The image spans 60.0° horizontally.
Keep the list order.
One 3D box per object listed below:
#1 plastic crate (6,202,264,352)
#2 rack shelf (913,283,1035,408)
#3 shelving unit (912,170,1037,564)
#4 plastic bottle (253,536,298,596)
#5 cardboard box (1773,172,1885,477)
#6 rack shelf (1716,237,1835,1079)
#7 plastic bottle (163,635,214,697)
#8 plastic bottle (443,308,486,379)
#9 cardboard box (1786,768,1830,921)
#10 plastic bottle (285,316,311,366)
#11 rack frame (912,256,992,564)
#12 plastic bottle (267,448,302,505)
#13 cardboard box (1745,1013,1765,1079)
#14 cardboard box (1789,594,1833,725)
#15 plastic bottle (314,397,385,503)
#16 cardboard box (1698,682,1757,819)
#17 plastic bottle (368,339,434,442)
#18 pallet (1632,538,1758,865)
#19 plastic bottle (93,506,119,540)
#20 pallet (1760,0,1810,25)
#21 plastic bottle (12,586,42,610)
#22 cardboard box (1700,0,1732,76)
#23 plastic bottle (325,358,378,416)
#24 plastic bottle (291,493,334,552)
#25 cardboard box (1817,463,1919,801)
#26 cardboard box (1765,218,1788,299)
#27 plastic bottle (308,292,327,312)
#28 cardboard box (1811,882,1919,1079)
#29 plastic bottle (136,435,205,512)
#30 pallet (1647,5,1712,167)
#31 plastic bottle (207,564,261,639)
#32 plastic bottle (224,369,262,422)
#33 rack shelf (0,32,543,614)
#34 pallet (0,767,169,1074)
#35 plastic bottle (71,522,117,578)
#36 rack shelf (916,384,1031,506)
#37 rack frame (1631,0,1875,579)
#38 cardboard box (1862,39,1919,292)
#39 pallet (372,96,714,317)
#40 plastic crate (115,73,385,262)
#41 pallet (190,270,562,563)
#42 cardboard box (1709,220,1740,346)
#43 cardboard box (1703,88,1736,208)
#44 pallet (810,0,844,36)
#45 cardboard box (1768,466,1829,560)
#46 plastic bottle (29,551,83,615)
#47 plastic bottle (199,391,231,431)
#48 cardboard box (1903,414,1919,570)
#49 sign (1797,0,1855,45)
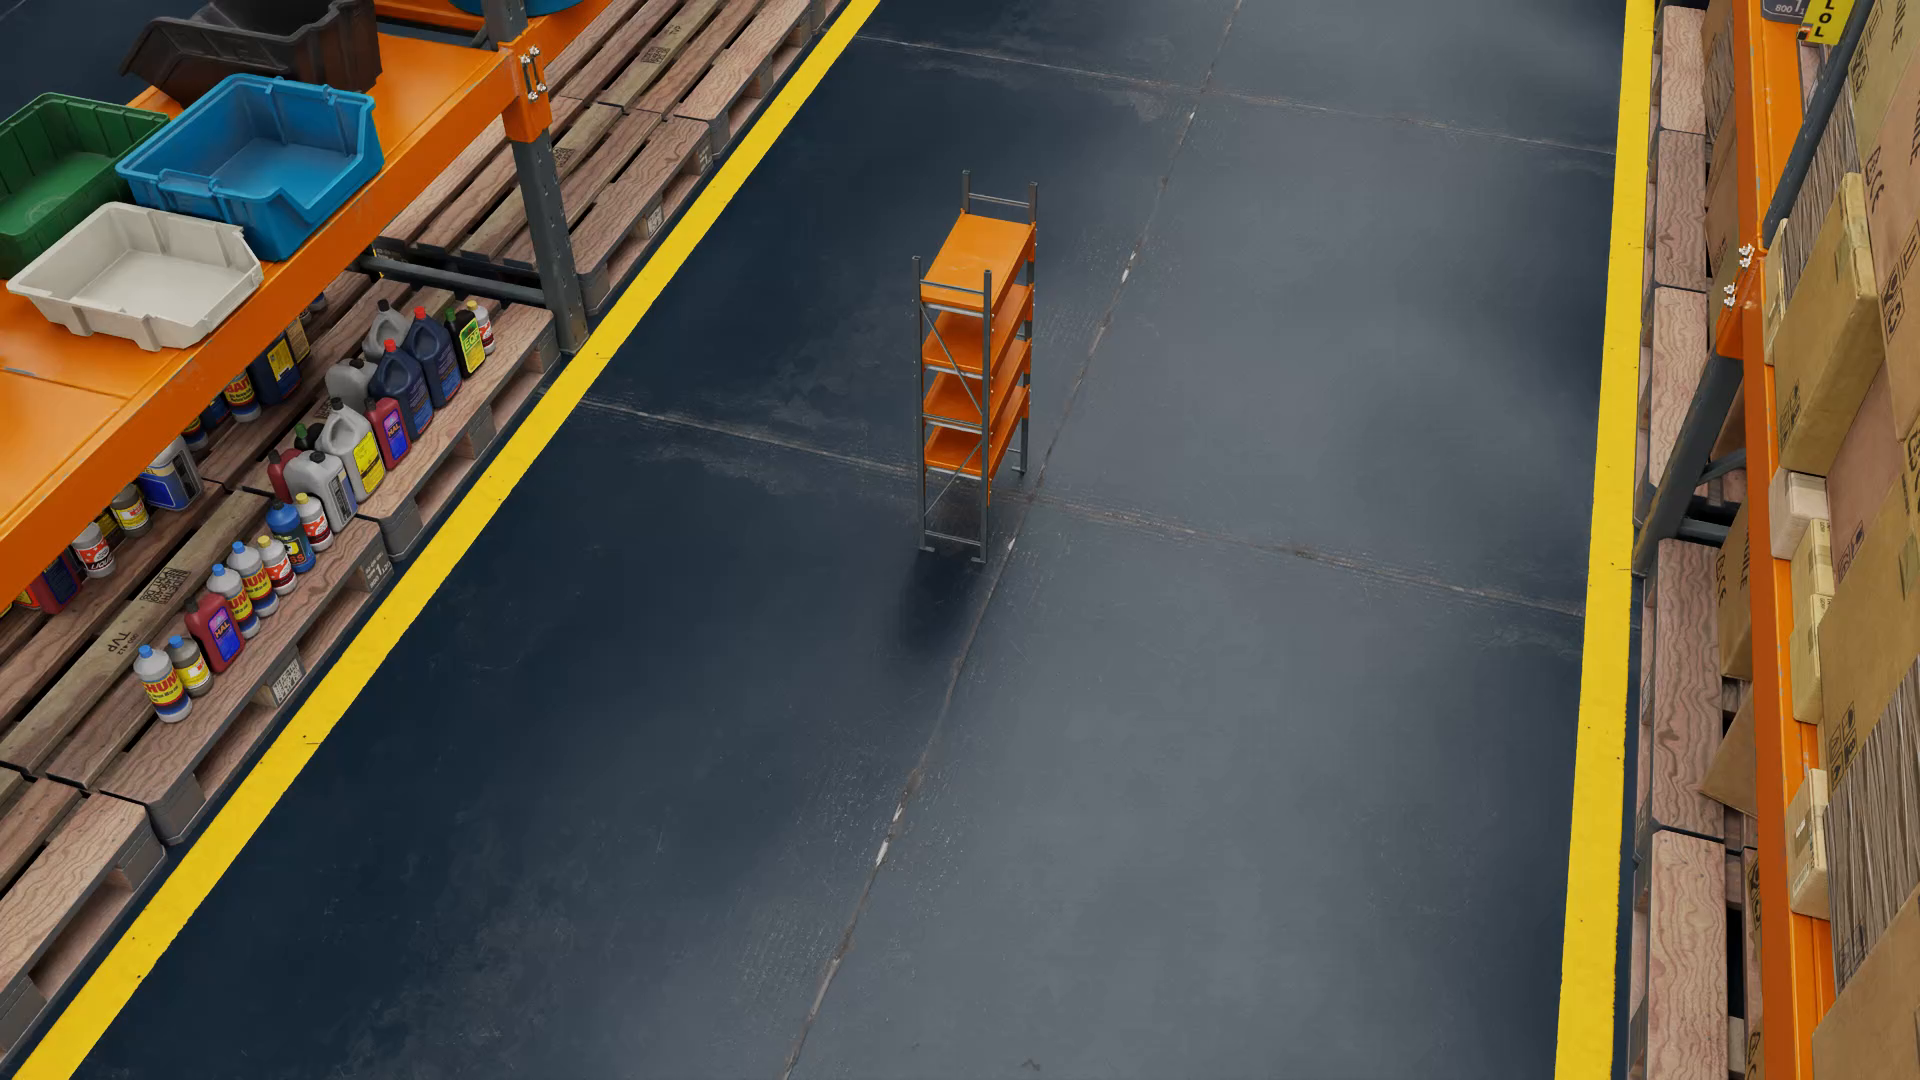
[{"bbox_3d":[-2.206,-0.705,4.514,0.530,0.136,0.437,13,46,13],"label":"plastic crate"},{"bbox_3d":[0.050,-0.651,5.334,0.258,0.148,0.480,13,46,13],"label":"rack shelf"},{"bbox_3d":[0.050,-0.539,5.443,0.258,1.200,0.503,13,46,13],"label":"shelving unit"},{"bbox_3d":[-2.157,0.070,5.220,0.097,0.201,0.097,0,44,0],"label":"plastic bottle"},{"bbox_3d":[2.384,-0.416,3.746,0.875,0.500,0.500,13,46,13],"label":"cardboard box"},{"bbox_3d":[2.159,0.704,3.400,1.077,0.370,4.000,13,46,13],"label":"rack shelf"},{"bbox_3d":[-2.290,0.362,4.921,0.097,0.201,0.097,0,44,0],"label":"plastic bottle"},{"bbox_3d":[-1.787,-0.731,5.980,0.061,0.283,0.133,15,46,15],"label":"plastic bottle"},{"bbox_3d":[1.797,0.614,3.157,0.380,0.149,0.250,13,46,13],"label":"cardboard box"},{"bbox_3d":[-2.441,-0.759,6.008,0.061,0.283,0.133,13,46,13],"label":"plastic bottle"},{"bbox_3d":[-0.024,-0.377,5.277,0.240,1.200,0.015,13,46,13],"label":"rack frame"},{"bbox_3d":[-2.187,-0.203,5.440,0.061,0.283,0.133,13,46,13],"label":"plastic bottle"},{"bbox_3d":[2.114,1.292,3.772,0.500,0.500,0.500,17,47,16],"label":"cardboard box"},{"bbox_3d":[1.971,0.286,3.493,0.380,0.149,0.250,13,46,13],"label":"cardboard box"},{"bbox_3d":[-2.032,-0.312,5.504,0.144,0.351,0.185,12,46,12],"label":"plastic bottle"},{"bbox_3d":[2.439,0.499,4.583,0.500,0.500,0.500,27,50,25],"label":"cardboard box"},{"bbox_3d":[-1.935,-0.527,5.724,0.144,0.351,0.185,10,45,10],"label":"plastic bottle"},{"bbox_3d":[2.595,0.566,5.021,1.003,0.211,1.213,13,46,13],"label":"pallet"},{"bbox_3d":[-2.838,-0.162,5.351,0.144,0.351,0.185,14,46,14],"label":"plastic bottle"},{"bbox_3d":[3.415,-2.156,5.945,1.003,0.211,1.213,13,46,13],"label":"pallet"},{"bbox_3d":[-2.927,0.068,5.169,0.152,0.276,0.135,13,46,13],"label":"plastic bottle"},{"bbox_3d":[3.792,-2.365,7.495,0.700,0.500,0.500,10,45,10],"label":"cardboard box"},{"bbox_3d":[-2.083,-0.515,5.765,0.152,0.276,0.135,13,46,13],"label":"plastic bottle"},{"bbox_3d":[-2.095,-0.067,5.360,0.097,0.201,0.097,0,44,0],"label":"plastic bottle"},{"bbox_3d":[2.138,0.264,3.052,0.875,0.500,0.500,13,46,13],"label":"cardboard box"},{"bbox_3d":[2.413,-0.717,4.517,0.380,0.149,0.250,13,46,13],"label":"cardboard box"},{"bbox_3d":[-2.470,-0.998,6.261,0.097,0.271,0.097,0,44,0],"label":"plastic bottle"},{"bbox_3d":[1.783,0.919,2.382,0.875,0.500,0.500,13,46,13],"label":"cardboard box"},{"bbox_3d":[-2.633,-0.245,5.489,0.152,0.276,0.135,13,46,13],"label":"plastic bottle"},{"bbox_3d":[3.738,-2.035,7.679,1.003,0.211,1.213,13,46,13],"label":"pallet"},{"bbox_3d":[-2.218,0.178,5.060,0.097,0.271,0.097,0,44,0],"label":"plastic bottle"},{"bbox_3d":[-2.525,-0.545,5.798,0.097,0.271,0.097,0,44,0],"label":"plastic bottle"},{"bbox_3d":[-2.562,-0.345,4.472,1.077,0.370,4.000,13,46,13],"label":"rack shelf"},{"bbox_3d":[-2.938,1.127,4.448,1.003,0.211,1.213,13,46,13],"label":"pallet"},{"bbox_3d":[-2.760,0.016,5.275,0.097,0.201,0.097,0,44,0],"label":"plastic bottle"},{"bbox_3d":[0.050,-0.349,5.629,0.258,0.148,0.480,13,46,13],"label":"rack shelf"},{"bbox_3d":[2.764,-0.886,4.511,1.000,3.000,0.127,13,46,13],"label":"rack frame"},{"bbox_3d":[2.236,-0.806,3.430,0.500,0.500,0.500,13,46,13],"label":"cardboard box"},{"bbox_3d":[-1.755,-1.470,7.102,1.003,0.211,1.213,13,46,13],"label":"pallet"},{"bbox_3d":[-2.032,-1.087,4.822,0.499,0.251,0.616,13,46,13],"label":"plastic crate"},{"bbox_3d":[-2.199,-0.500,6.110,1.003,0.211,1.213,13,46,13],"label":"pallet"},{"bbox_3d":[3.133,-0.869,5.966,0.700,0.500,0.500,12,46,12],"label":"cardboard box"},{"bbox_3d":[3.471,-1.614,6.727,0.700,0.500,0.500,16,47,16],"label":"cardboard box"},{"bbox_3d":[-1.016,-3.097,8.764,1.003,0.211,1.213,13,46,13],"label":"pallet"},{"bbox_3d":[2.094,-0.054,3.840,0.380,0.149,0.250,13,46,13],"label":"cardboard box"},{"bbox_3d":[-2.825,0.088,5.143,0.061,0.283,0.133,13,46,13],"label":"plastic bottle"},{"bbox_3d":[-2.653,-0.570,5.767,0.144,0.351,0.185,11,45,11],"label":"plastic bottle"},{"bbox_3d":[1.943,-0.137,2.746,0.500,0.500,0.500,13,46,13],"label":"cardboard box"},{"bbox_3d":[2.234,-1.415,4.224,0.100,0.325,0.005,13,46,13],"label":"sign"}]
